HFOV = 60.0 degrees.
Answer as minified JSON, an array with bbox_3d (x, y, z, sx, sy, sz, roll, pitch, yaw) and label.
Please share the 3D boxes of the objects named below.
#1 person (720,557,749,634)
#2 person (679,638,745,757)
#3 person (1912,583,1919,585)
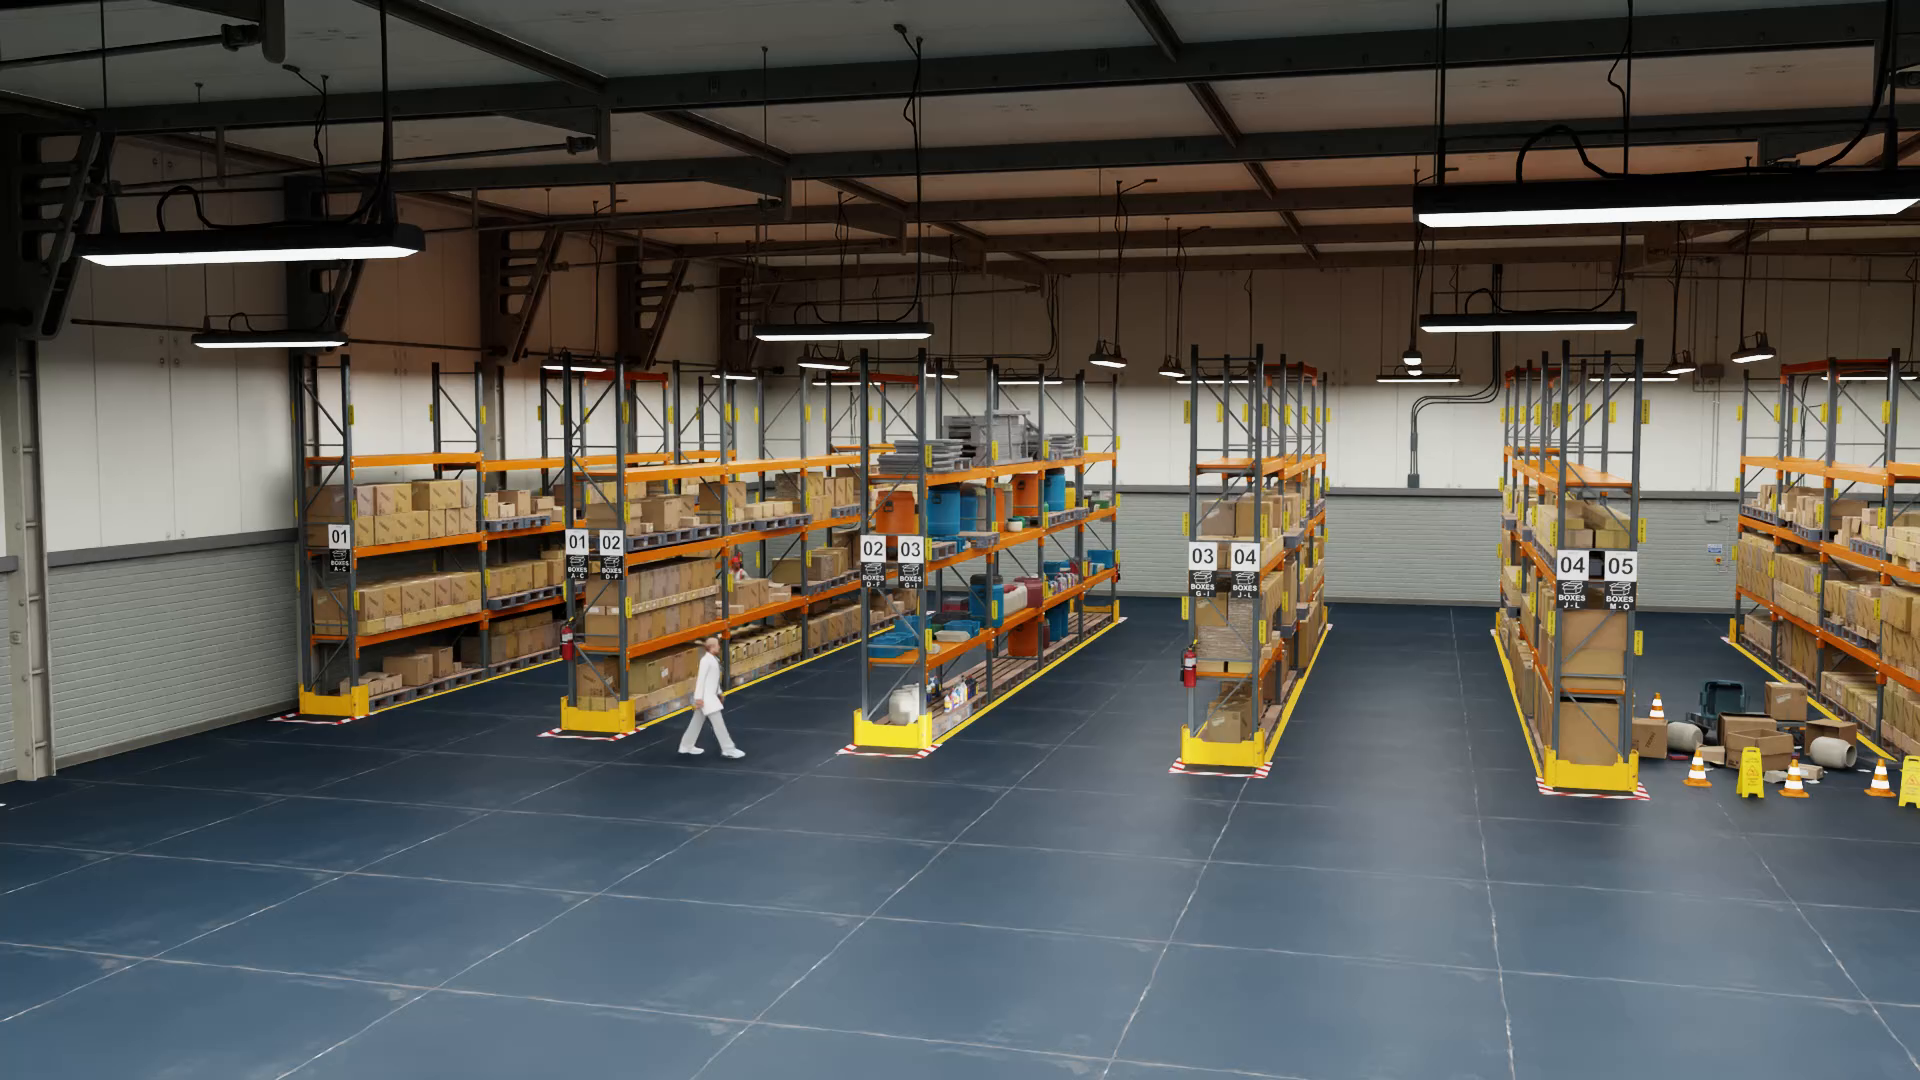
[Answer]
[{"bbox_3d":[-5.155,1.257,38.080,0.665,1.725,1.059,1,5,18],"label":"person"},{"bbox_3d":[-3.630,2.295,24.351,1.033,1.707,0.644,0,4,4],"label":"person"},{"bbox_3d":[19.718,1.598,34.208,0.462,1.661,0.450,-2,5,-27],"label":"person"}]
